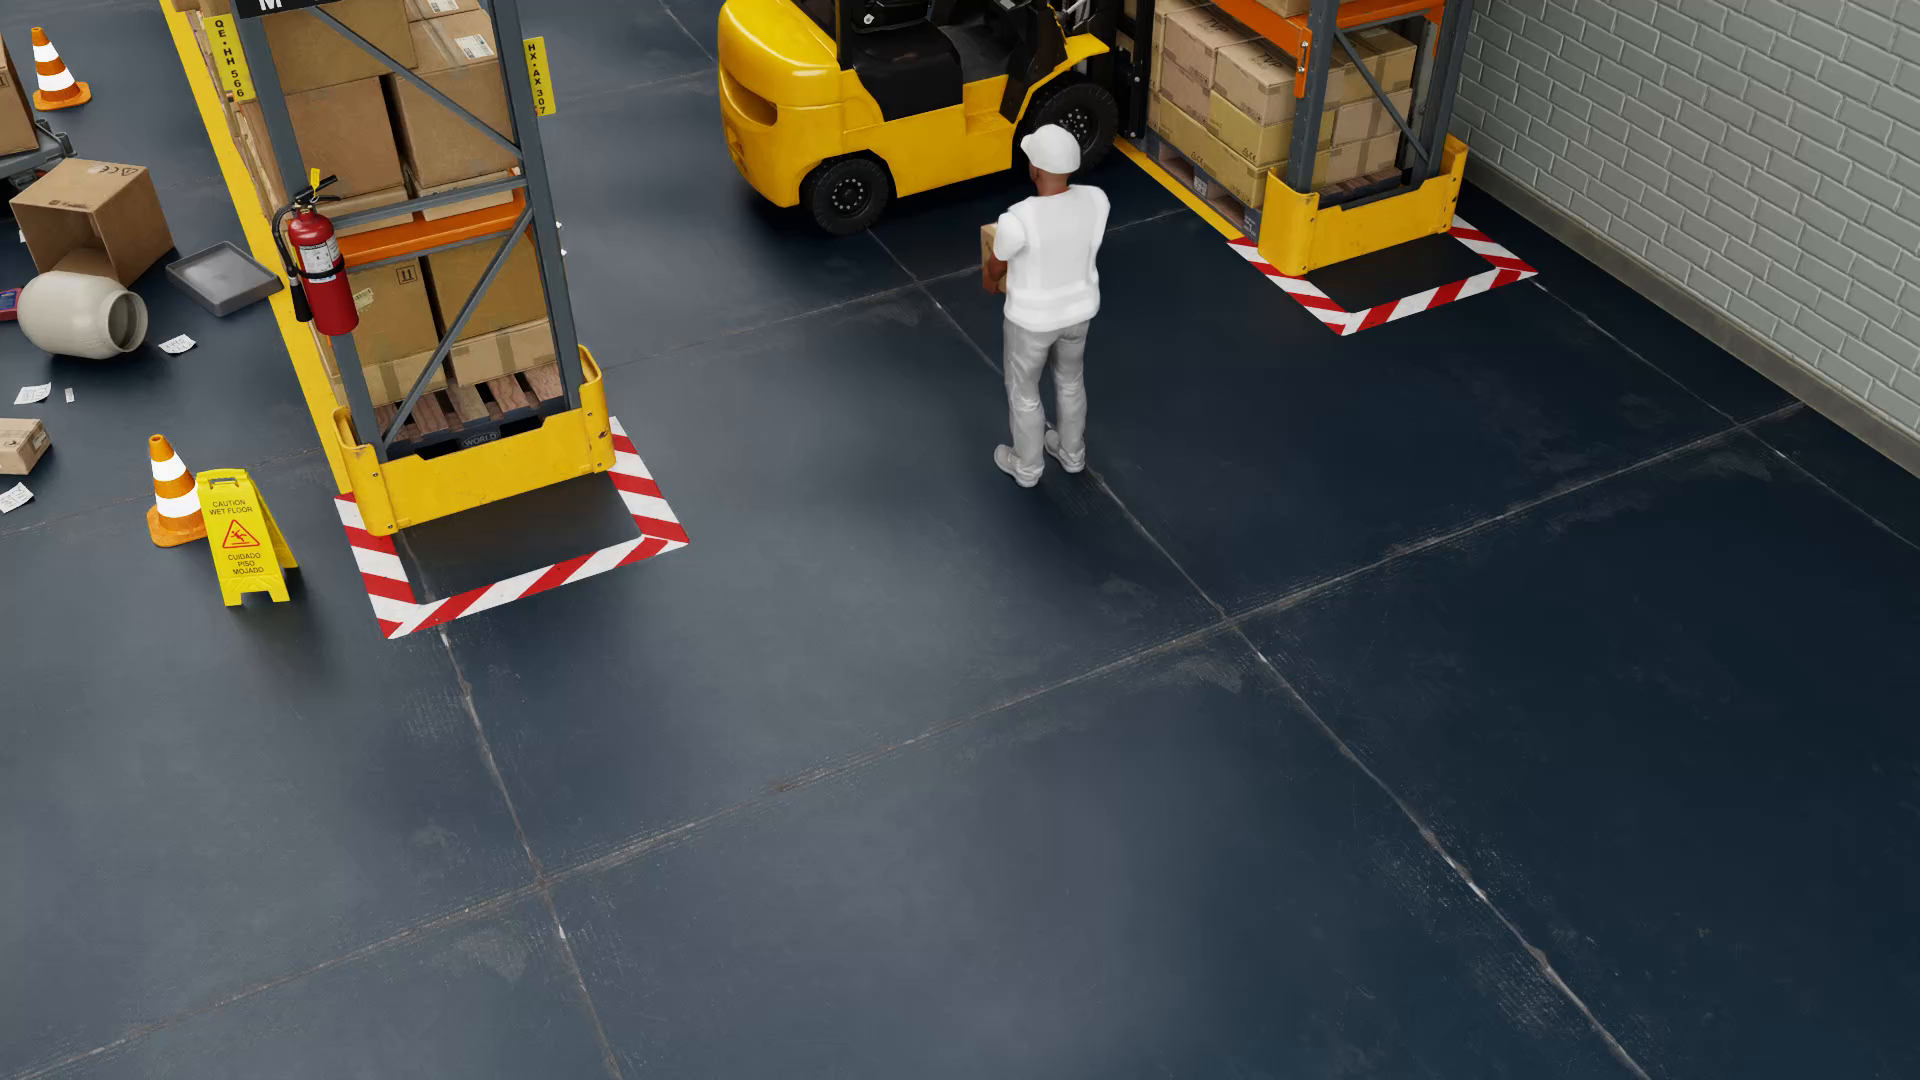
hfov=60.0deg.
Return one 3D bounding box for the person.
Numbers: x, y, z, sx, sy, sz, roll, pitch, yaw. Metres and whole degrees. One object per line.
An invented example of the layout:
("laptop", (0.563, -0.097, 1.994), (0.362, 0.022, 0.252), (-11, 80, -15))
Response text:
("person", (0.332, -1.067, 7.368), (0.505, 1.763, 0.568), (-19, 45, -21))
